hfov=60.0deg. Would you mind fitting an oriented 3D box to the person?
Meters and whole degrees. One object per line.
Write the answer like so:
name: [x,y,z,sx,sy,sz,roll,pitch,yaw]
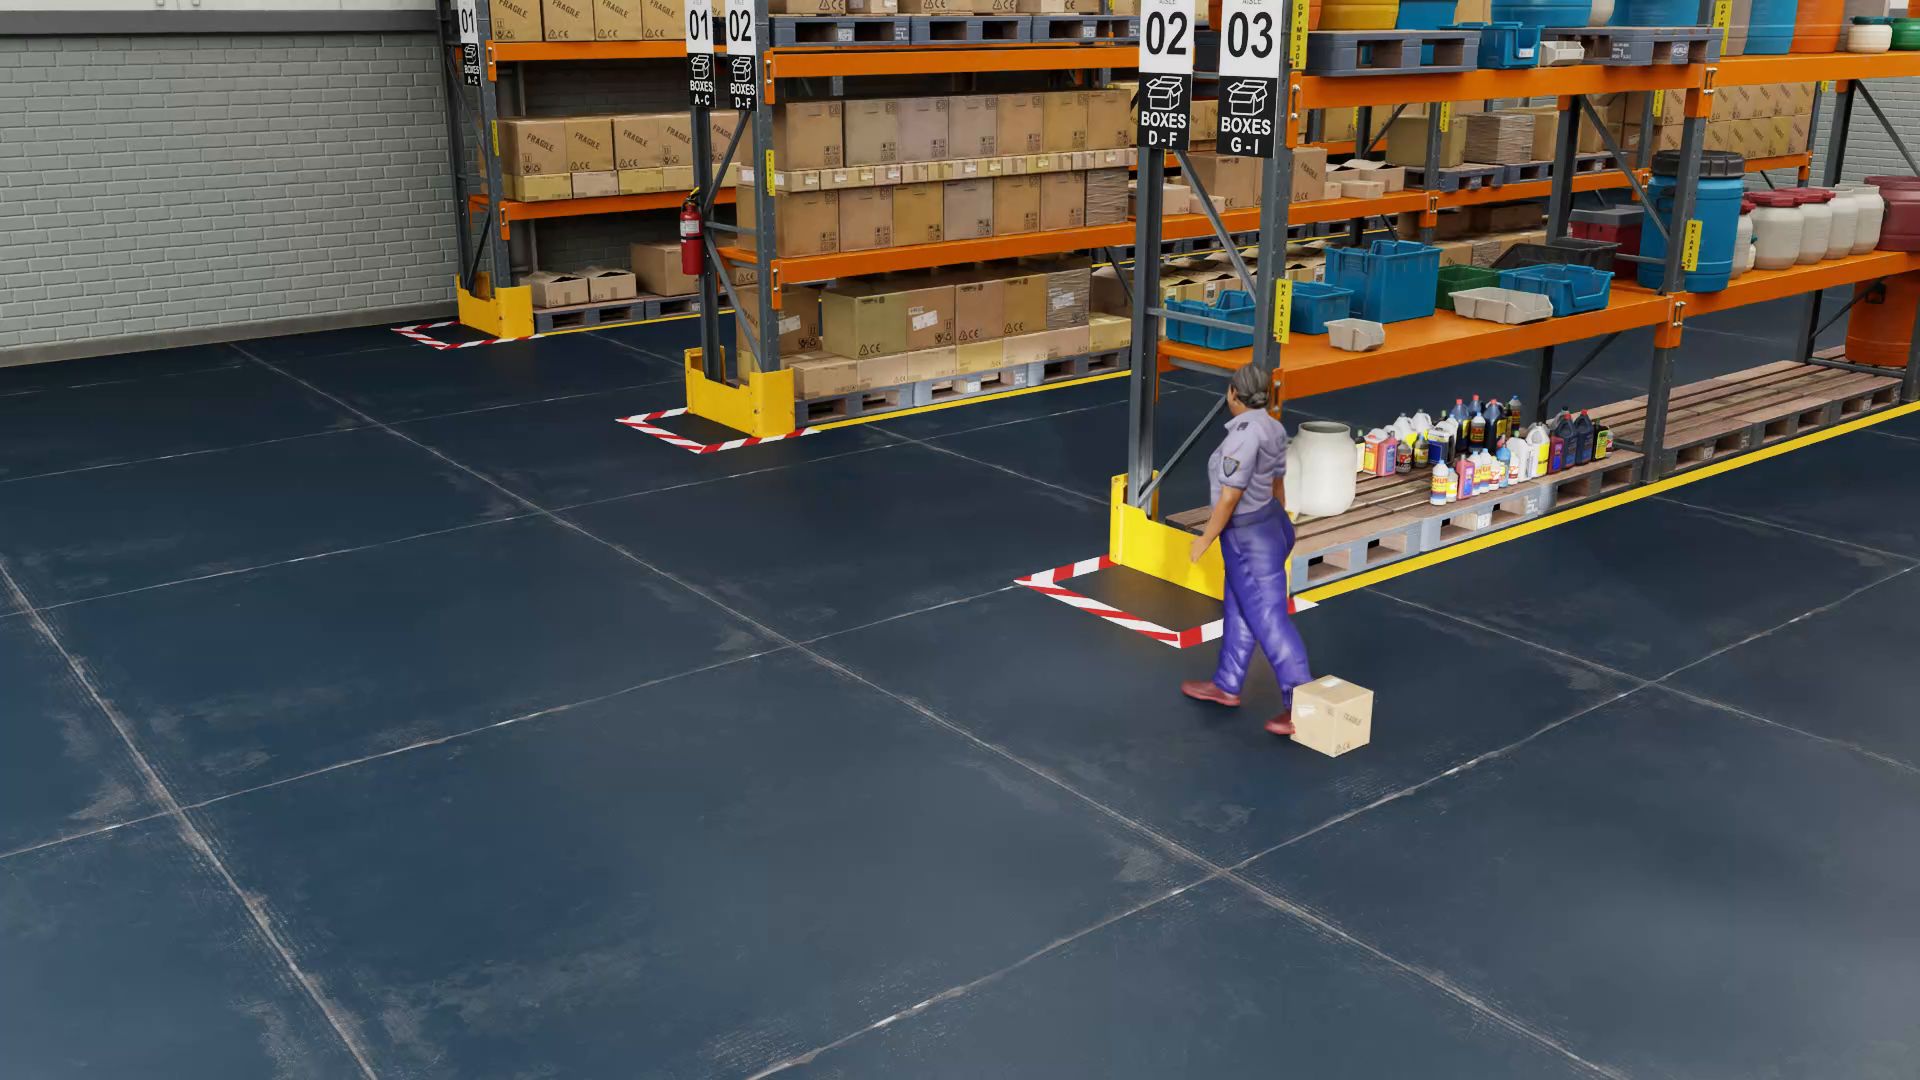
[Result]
person: [1.333,0.031,7.488,0.693,1.618,0.511,8,19,23]
